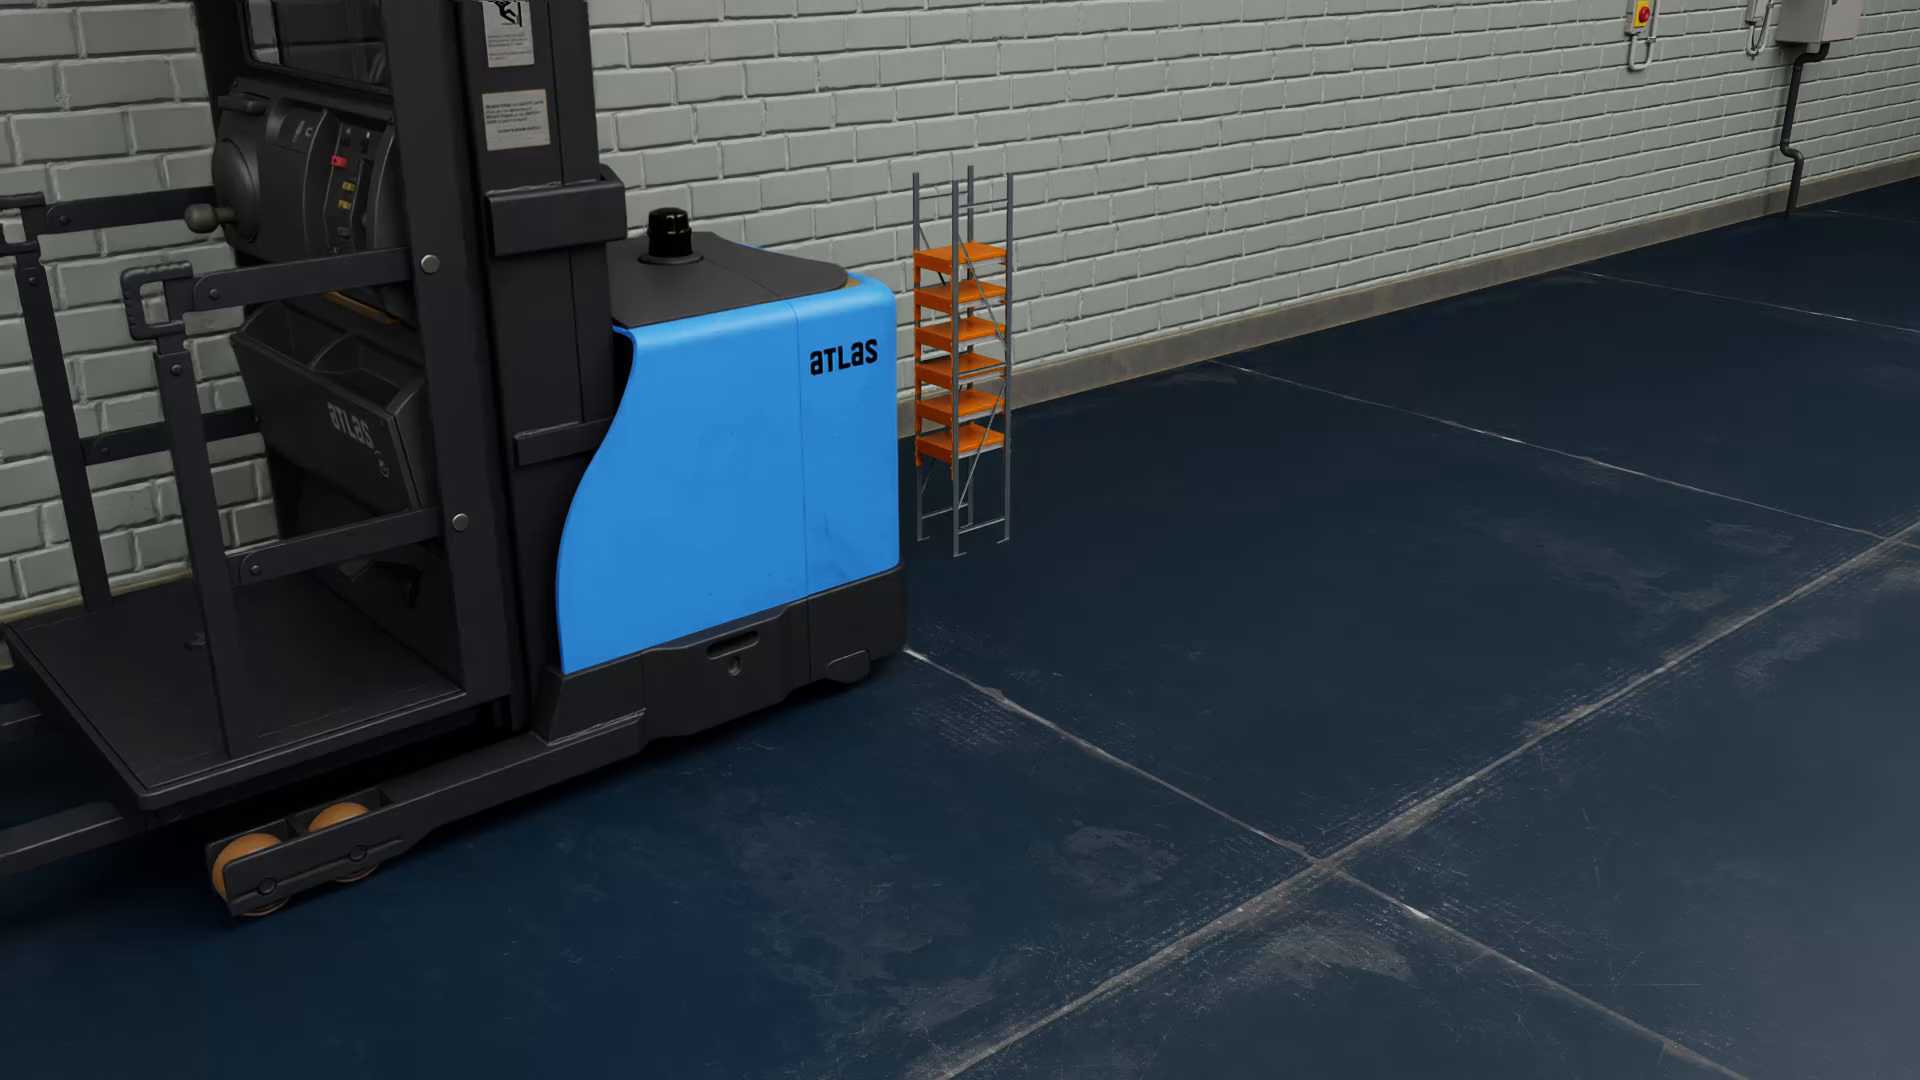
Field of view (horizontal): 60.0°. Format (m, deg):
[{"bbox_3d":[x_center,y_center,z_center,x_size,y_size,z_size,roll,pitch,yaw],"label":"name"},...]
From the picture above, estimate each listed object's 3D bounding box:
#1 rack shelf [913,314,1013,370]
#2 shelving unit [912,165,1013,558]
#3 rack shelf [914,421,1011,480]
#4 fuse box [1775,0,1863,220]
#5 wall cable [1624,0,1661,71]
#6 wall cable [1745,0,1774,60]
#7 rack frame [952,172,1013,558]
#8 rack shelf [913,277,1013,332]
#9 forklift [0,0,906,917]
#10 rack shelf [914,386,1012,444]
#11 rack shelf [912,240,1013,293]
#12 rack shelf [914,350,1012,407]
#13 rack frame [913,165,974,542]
[{"bbox_3d":[0.009,-0.625,5.227,0.258,0.103,0.180,-17,27,-37],"label":"rack shelf"},{"bbox_3d":[0.009,-0.555,5.255,0.258,1.200,0.189,-17,27,-37],"label":"shelving unit"},{"bbox_3d":[0.009,-0.290,5.359,0.258,0.103,0.180,-17,27,-37],"label":"rack shelf"},{"bbox_3d":[5.433,-2.886,10.505,0.539,1.711,0.414,-17,27,-37],"label":"fuse box"},{"bbox_3d":[3.746,-3.513,8.905,0.585,1.953,0.123,-17,27,-37],"label":"wall cable"},{"bbox_3d":[4.813,-3.840,9.781,0.588,1.984,0.122,-17,27,-37],"label":"wall cable"},{"bbox_3d":[0.069,-0.529,5.190,0.240,1.200,0.006,-17,27,-37],"label":"rack frame"},{"bbox_3d":[0.009,-0.737,5.184,0.258,0.103,0.180,-17,27,-37],"label":"rack shelf"},{"bbox_3d":[-1.589,-0.795,3.494,3.031,2.935,1.130,-18,28,-38],"label":"forklift"},{"bbox_3d":[0.009,-0.402,5.315,0.258,0.103,0.180,-17,27,-37],"label":"rack shelf"},{"bbox_3d":[0.009,-0.849,5.140,0.258,0.103,0.180,-17,27,-37],"label":"rack shelf"},{"bbox_3d":[0.009,-0.513,5.271,0.258,0.103,0.180,-17,27,-37],"label":"rack shelf"},{"bbox_3d":[-0.050,-0.580,5.320,0.240,1.200,0.006,-17,27,-37],"label":"rack frame"}]
